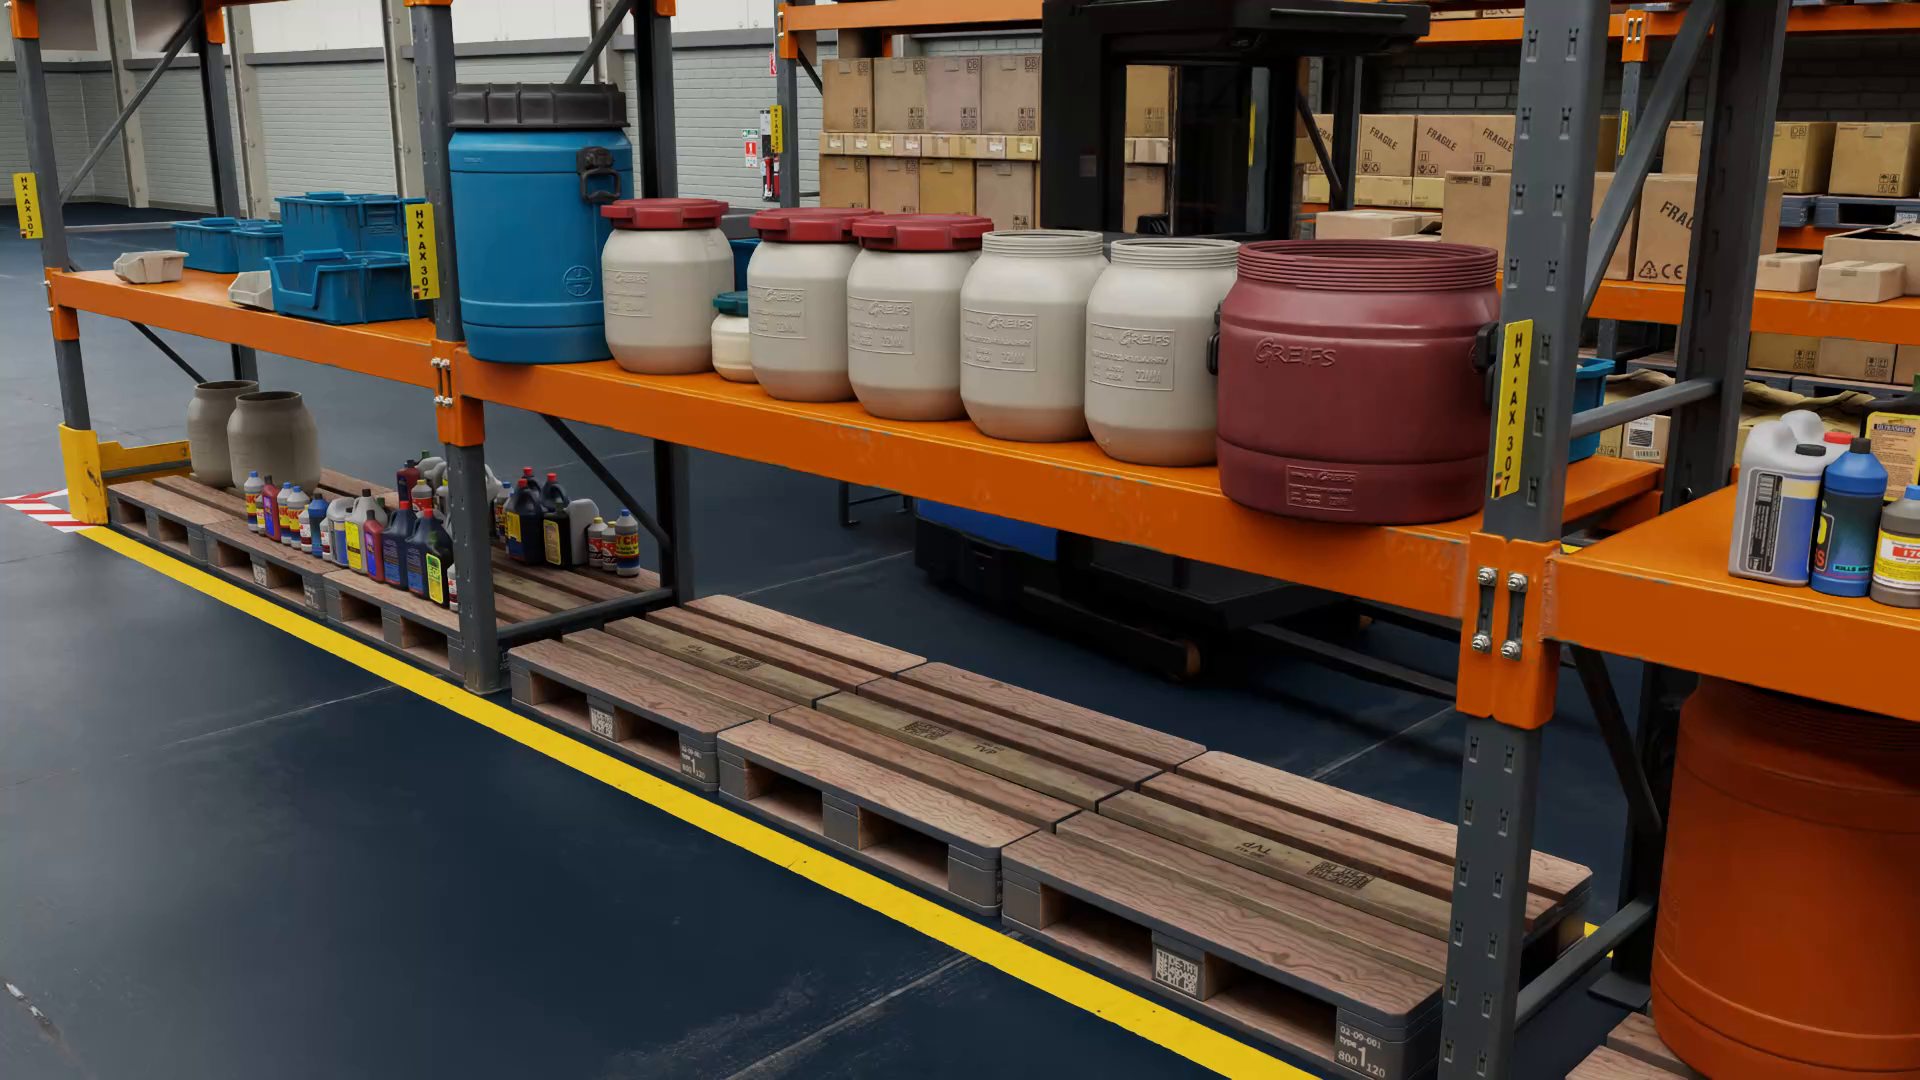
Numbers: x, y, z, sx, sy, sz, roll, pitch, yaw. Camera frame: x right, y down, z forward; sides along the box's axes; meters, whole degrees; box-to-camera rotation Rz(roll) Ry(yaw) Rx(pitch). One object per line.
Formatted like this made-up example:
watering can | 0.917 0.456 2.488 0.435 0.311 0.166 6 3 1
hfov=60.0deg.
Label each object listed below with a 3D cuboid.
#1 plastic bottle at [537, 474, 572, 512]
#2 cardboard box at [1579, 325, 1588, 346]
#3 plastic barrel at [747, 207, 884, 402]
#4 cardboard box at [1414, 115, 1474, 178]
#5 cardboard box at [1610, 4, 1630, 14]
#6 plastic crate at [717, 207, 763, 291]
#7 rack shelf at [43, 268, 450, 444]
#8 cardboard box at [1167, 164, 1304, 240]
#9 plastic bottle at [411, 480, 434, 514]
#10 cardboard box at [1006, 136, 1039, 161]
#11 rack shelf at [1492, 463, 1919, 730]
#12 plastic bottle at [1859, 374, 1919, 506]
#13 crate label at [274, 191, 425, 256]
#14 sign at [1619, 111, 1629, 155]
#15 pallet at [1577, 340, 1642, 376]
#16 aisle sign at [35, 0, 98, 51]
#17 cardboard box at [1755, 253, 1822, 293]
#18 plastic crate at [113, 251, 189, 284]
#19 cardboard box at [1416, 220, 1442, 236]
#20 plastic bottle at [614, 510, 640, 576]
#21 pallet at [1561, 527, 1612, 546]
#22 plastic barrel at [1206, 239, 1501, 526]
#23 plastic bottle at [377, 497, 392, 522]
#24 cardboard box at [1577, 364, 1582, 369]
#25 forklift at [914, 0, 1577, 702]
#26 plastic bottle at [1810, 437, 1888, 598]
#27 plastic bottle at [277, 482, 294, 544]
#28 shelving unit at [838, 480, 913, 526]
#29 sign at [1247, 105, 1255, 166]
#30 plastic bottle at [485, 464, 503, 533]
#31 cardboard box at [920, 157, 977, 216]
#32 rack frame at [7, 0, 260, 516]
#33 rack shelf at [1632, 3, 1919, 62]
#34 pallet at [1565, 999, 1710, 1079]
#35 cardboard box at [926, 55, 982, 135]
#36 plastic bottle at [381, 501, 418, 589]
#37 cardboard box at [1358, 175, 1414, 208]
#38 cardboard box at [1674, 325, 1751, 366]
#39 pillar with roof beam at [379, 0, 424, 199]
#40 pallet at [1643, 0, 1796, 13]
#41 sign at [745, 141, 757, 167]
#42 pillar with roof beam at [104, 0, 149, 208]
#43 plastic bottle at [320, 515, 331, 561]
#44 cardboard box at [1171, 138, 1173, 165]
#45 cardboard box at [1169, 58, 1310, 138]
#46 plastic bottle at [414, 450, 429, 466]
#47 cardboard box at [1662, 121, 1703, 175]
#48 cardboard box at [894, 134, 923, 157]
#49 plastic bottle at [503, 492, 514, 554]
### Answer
plastic bottle | -1.769 -0.112 7.296 0.144 0.351 0.185 -14 20 -43
cardboard box | 4.994 -1.693 13.728 0.250 0.166 0.380 11 18 35
plastic barrel | -0.412 -0.695 4.881 0.433 0.535 0.433 0 15 0
cardboard box | 4.127 -3.266 13.788 0.500 0.500 0.500 13 19 41
cardboard box | 4.863 -4.317 12.863 0.500 0.500 0.500 -14 20 -43
plastic crate | -0.915 -0.967 6.066 0.583 0.464 0.402 14 20 42
rack shelf | -2.916 -0.967 7.620 4.000 0.370 1.077 14 20 42
cardboard box | 1.641 -1.988 9.915 0.500 0.500 0.700 13 19 41
plastic bottle | -2.540 -0.183 7.861 0.097 0.201 0.097 0 15 0
cardboard box | 0.514 -2.503 10.603 0.380 0.149 0.250 -14 20 -42
rack shelf | 2.843 0.433 2.247 4.000 0.370 1.077 14 20 42
plastic bottle | 1.991 -0.215 3.539 0.133 0.283 0.061 14 20 42
crate label | -2.843 -1.409 7.820 0.616 0.435 0.502 14 20 42
sign | 5.029 -3.082 12.595 0.005 0.325 0.100 14 20 42
pallet | 4.892 -1.525 13.865 1.213 0.211 1.003 14 20 42
aisle sign | -4.611 -2.882 8.389 0.004 0.787 0.394 14 20 42
cardboard box | 3.887 -1.255 7.796 0.380 0.149 0.250 -13 19 -40
plastic crate | -3.935 -1.322 8.081 0.250 0.136 0.298 14 20 42
cardboard box | 2.725 -1.678 9.188 0.258 0.266 0.396 13 19 41
plastic bottle | -1.401 0.007 6.994 0.097 0.271 0.097 0 15 0
pallet | 3.405 -0.179 8.698 1.213 0.211 1.003 14 20 42
plastic barrel | 0.859 -0.357 3.583 0.708 0.536 0.600 14 20 42
plastic bottle | -2.458 -0.037 7.139 0.133 0.283 0.061 14 20 42
cardboard box | 3.192 -0.811 9.103 0.500 0.311 0.500 14 20 42
forklift | 1.074 -1.016 6.519 1.130 2.935 3.031 -11 18 -35
plastic bottle | 1.555 -0.043 2.903 0.097 0.271 0.097 0 15 0
plastic bottle | -3.020 -0.124 7.496 0.097 0.271 0.097 0 15 0
shelving unit | -0.092 -0.756 8.358 0.538 1.500 1.048 -14 20 -42
sign | 1.581 -2.219 9.127 0.005 0.325 0.100 14 20 42
plastic bottle | -2.211 -0.220 7.708 0.185 0.351 0.144 13 20 42
cardboard box | 0.147 -2.349 11.299 0.500 0.500 0.700 14 20 43
rack frame | -4.356 -1.665 8.873 0.127 3.000 1.000 14 20 42
rack shelf | 6.840 -3.516 11.457 4.000 0.370 1.077 14 20 42
pallet | 2.000 1.215 3.350 1.213 0.211 1.003 14 20 42
cardboard box | 0.196 -2.967 11.099 0.500 0.500 0.700 14 20 42
plastic bottle | -2.278 0.010 6.825 0.185 0.351 0.144 12 19 39
cardboard box | 3.760 -2.990 14.215 0.500 0.250 0.500 14 20 43
cardboard box | 5.942 -1.641 12.864 0.700 0.500 0.500 -14 20 -42
pillar with roof beam | -12.321 -8.769 24.241 0.400 9.000 9.100 14 20 42
pallet | 5.771 -3.996 12.244 1.003 0.211 1.213 14 20 42
sign | -2.773 -5.120 22.062 0.234 0.329 0.001 14 20 42
pillar with roof beam | -20.959 -10.870 32.301 0.400 9.000 9.100 14 20 42
plastic bottle | -2.729 -0.019 7.233 0.097 0.201 0.097 0 15 0
cardboard box | 1.444 -2.278 9.740 0.250 0.149 0.380 13 20 41
cardboard box | 1.641 -2.616 9.751 0.500 0.500 0.700 14 20 42
plastic bottle | -2.633 -0.304 8.166 0.061 0.283 0.133 -14 20 -43
cardboard box | 5.743 -2.929 12.654 0.500 0.500 0.700 14 20 42
cardboard box | -0.231 -2.684 11.298 0.250 0.149 0.380 13 20 41
plastic bottle | -1.957 -0.078 7.319 0.097 0.271 0.097 0 15 0
